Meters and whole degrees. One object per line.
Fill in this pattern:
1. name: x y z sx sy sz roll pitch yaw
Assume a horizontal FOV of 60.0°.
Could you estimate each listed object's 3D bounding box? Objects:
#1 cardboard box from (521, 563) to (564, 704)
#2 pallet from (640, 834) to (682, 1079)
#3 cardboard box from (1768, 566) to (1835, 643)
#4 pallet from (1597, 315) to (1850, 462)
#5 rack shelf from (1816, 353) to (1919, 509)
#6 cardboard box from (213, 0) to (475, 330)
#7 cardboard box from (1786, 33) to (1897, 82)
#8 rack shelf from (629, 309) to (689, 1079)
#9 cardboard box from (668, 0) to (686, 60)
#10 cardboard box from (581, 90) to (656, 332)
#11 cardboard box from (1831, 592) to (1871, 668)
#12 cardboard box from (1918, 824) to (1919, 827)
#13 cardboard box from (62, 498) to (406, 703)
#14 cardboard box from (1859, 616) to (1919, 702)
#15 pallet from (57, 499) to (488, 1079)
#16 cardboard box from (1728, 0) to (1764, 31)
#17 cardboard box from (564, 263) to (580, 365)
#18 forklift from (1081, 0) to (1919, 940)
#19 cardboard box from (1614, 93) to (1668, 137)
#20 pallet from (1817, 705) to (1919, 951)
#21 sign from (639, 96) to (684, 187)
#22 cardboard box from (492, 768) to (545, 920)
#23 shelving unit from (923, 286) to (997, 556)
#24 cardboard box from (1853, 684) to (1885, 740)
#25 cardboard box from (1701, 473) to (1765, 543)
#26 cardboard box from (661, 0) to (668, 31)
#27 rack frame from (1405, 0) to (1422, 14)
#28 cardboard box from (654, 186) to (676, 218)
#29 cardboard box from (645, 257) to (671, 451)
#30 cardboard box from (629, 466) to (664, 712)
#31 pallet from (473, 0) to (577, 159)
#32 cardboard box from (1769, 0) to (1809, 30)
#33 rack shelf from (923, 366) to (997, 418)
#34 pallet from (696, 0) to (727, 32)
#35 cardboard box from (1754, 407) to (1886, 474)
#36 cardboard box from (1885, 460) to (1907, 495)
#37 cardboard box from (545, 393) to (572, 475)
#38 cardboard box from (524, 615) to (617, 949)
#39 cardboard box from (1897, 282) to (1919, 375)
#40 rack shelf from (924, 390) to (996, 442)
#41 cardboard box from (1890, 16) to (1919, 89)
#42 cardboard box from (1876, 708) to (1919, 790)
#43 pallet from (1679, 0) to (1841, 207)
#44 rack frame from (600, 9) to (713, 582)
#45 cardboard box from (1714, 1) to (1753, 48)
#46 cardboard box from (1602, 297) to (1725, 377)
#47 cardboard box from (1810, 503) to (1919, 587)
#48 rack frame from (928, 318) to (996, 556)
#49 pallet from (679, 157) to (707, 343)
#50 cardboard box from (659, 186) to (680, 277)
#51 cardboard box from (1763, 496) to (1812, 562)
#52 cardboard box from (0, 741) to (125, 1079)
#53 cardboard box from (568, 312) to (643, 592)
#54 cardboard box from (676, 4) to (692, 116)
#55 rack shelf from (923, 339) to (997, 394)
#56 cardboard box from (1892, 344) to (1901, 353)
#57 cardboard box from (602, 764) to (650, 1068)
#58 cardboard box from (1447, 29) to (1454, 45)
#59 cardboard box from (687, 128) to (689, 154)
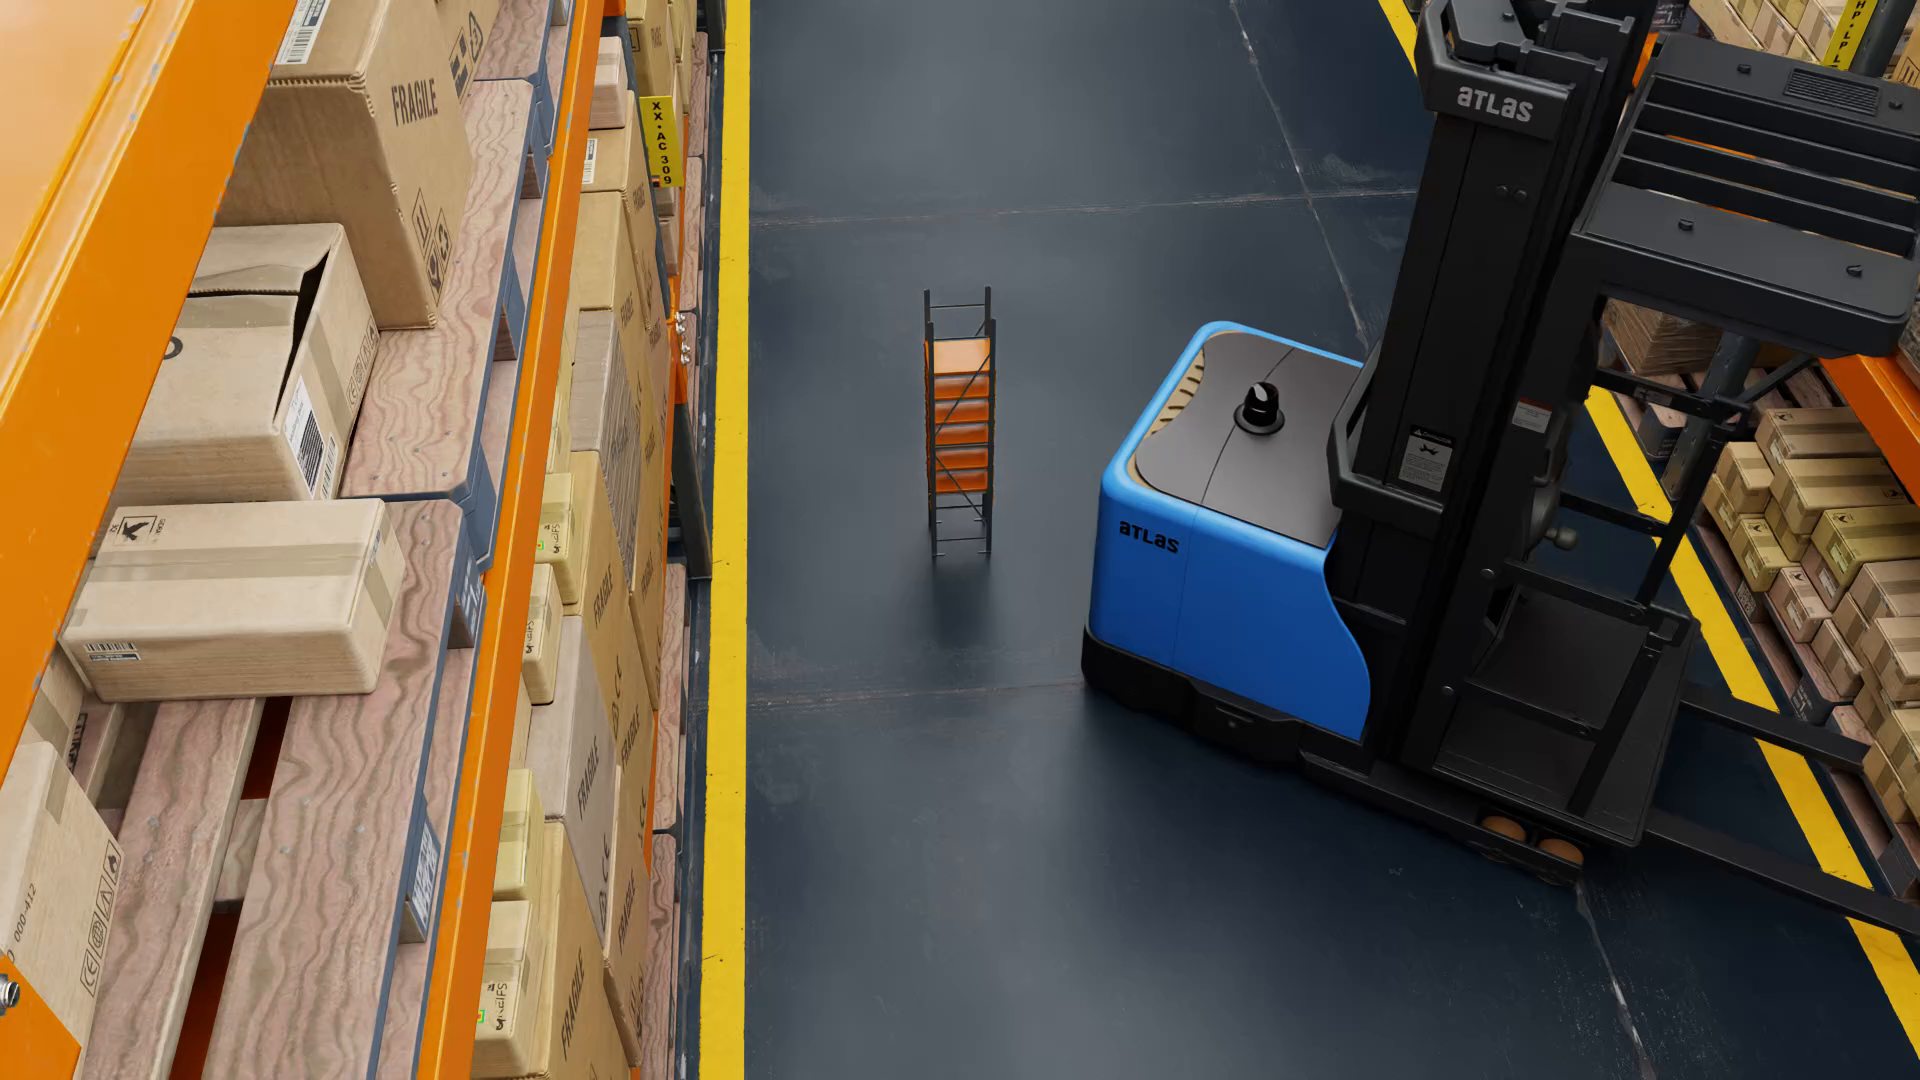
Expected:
1. cardboard box: -1.000 0.194 3.296 0.380 0.149 0.250 -3 47 -3
2. pallet: -1.396 1.513 5.172 1.003 0.211 1.213 -3 47 -3
3. cardboard box: 3.243 0.228 6.142 0.380 0.149 0.250 -4 47 -3
4. pallet: 3.371 -0.864 7.423 1.003 0.211 1.213 -3 47 -3
5. rack shelf: 3.605 0.434 4.768 1.077 0.370 4.000 -3 47 -3
6. cardboard box: -1.171 -0.704 2.858 0.500 0.500 0.500 -3 47 -3
7. cardboard box: 3.207 -1.696 5.969 0.380 0.149 0.250 -2 47 -2
8. rack shelf: -1.319 0.808 4.414 1.077 0.370 4.000 -3 47 -3
9. cardboard box: -1.330 -2.084 6.417 0.500 0.250 0.500 -3 47 -3
10. cardboard box: -1.172 -0.940 4.816 0.500 0.500 0.500 -4 47 -4
11. cardboard box: 3.336 0.303 5.867 0.380 0.149 0.250 -6 47 -5
12. cardboard box: 3.395 0.981 5.430 0.380 0.149 0.250 -2 47 -2
13. cardboard box: -1.014 0.083 2.354 0.380 0.149 0.250 -2 47 -2
14. cardboard box: 3.279 0.393 5.577 0.380 0.149 0.250 -3 47 -2
15. pallet: -1.224 0.471 2.233 1.003 0.211 1.213 -3 47 -3
16. cardboard box: 3.166 -2.066 6.320 0.380 0.149 0.250 -2 47 -2
17. cardboard box: -1.123 -0.544 3.995 0.380 0.149 0.250 -4 47 -4
18. forklift: 1.999 -0.283 4.999 3.031 2.935 1.130 21 50 19
19. cardboard box: 3.094 -1.699 7.209 0.500 0.250 0.500 -1 47 -1
20. pallet: 3.634 1.067 5.594 1.003 0.211 1.213 -3 47 -3
21. sign: -0.934 -1.246 5.213 0.100 0.325 0.005 -3 47 -3
22. cardboard box: -0.946 0.564 2.946 0.380 0.149 0.250 -5 47 -5
23. shelving unit: -0.001 -0.423 6.324 0.258 1.200 0.189 -3 47 -3
24. cardboard box: 3.371 0.601 5.789 0.380 0.149 0.250 -5 47 -5
25. cardboard box: 3.148 -0.141 6.492 0.380 0.149 0.250 -5 47 -5
26. cardboard box: -1.307 -1.966 5.789 0.500 0.500 0.500 -4 47 -4
27. rack frame: 3.103 -4.154 8.618 1.000 3.000 0.127 -3 47 -3
28. cardboard box: -1.242 -1.342 5.714 0.500 0.250 0.500 -5 47 -4
29. cardboard box: -1.193 -0.600 5.184 0.500 0.500 0.500 -3 47 -3
30. cardboard box: -1.088 0.135 4.488 0.500 0.500 0.500 -4 47 -4
31. pallet: -1.429 -1.294 3.905 1.003 0.211 1.213 -3 47 -3
32. cardboard box: 3.186 -1.995 6.048 0.380 0.149 0.250 -5 47 -4
33. rack shelf: -0.001 -0.558 6.182 0.258 0.103 0.180 -3 47 -3
34. pallet: -1.885 -3.387 9.812 1.003 0.211 1.213 -3 47 -3
35. cardboard box: 3.260 -0.367 6.296 0.380 0.149 0.250 -2 47 -2
36. cardboard box: 3.781 -0.318 6.454 0.380 0.149 0.250 -3 47 -2
37. cardboard box: -1.064 -0.178 3.648 0.380 0.149 0.250 -3 47 -3
38. cardboard box: -1.009 0.520 3.434 0.500 0.500 0.500 -4 47 -4
39. cardboard box: 3.276 -0.665 5.040 0.500 0.500 0.500 -3 47 -3
40. rack shelf: -0.001 -0.475 6.269 0.258 0.103 0.180 -3 47 -3
41. cardboard box: 3.233 -1.399 5.047 0.500 0.500 0.500 -2 47 -2
42. cardboard box: 3.293 0.689 5.500 0.380 0.149 0.250 -4 47 -4
43. pallet: 3.519 -1.756 6.479 1.003 0.211 1.213 -3 47 -3
44. rack frame: -1.487 -0.886 5.523 1.000 3.000 0.127 -3 47 -3
45. cardboard box: 3.166 -1.962 6.426 0.380 0.149 0.250 -4 47 -3
46. cardboard box: 3.125 -1.065 7.125 0.500 0.500 0.500 -4 47 -4
47. cardboard box: 3.294 0.016 5.933 0.380 0.149 0.250 -4 47 -4
48. rack frame: 0.006 -0.357 6.262 0.240 1.200 0.006 -3 47 -3
49. pallet: -1.732 -1.365 7.898 1.003 0.211 1.213 -3 47 -3
50. cardboard box: -1.260 -1.169 5.894 0.500 0.250 0.500 -4 47 -4
51. cardboard box: 3.260 -0.067 6.217 0.380 0.149 0.250 -3 47 -3
52. cardboard box: -1.279 0.529 1.862 0.500 0.250 0.500 -7 47 -7
53. cardboard box: -1.086 -0.204 4.120 0.500 0.500 0.500 -3 47 -3
54. cardboard box: -1.332 -1.915 6.601 0.500 0.250 0.500 -4 47 -4
55. rack shelf: -0.001 -0.640 6.095 0.258 0.103 0.180 -3 47 -3
56. cardboard box: 3.231 -0.766 5.583 0.380 0.149 0.250 -2 47 -2
57. cardboard box: -1.001 0.876 3.786 0.500 0.500 0.500 -4 47 -4
58. cardboard box: 2.908 -2.912 8.874 0.500 0.500 0.500 -5 47 -5
59. cardboard box: -1.776 -2.043 7.793 0.875 0.875 0.875 -3 47 -3
